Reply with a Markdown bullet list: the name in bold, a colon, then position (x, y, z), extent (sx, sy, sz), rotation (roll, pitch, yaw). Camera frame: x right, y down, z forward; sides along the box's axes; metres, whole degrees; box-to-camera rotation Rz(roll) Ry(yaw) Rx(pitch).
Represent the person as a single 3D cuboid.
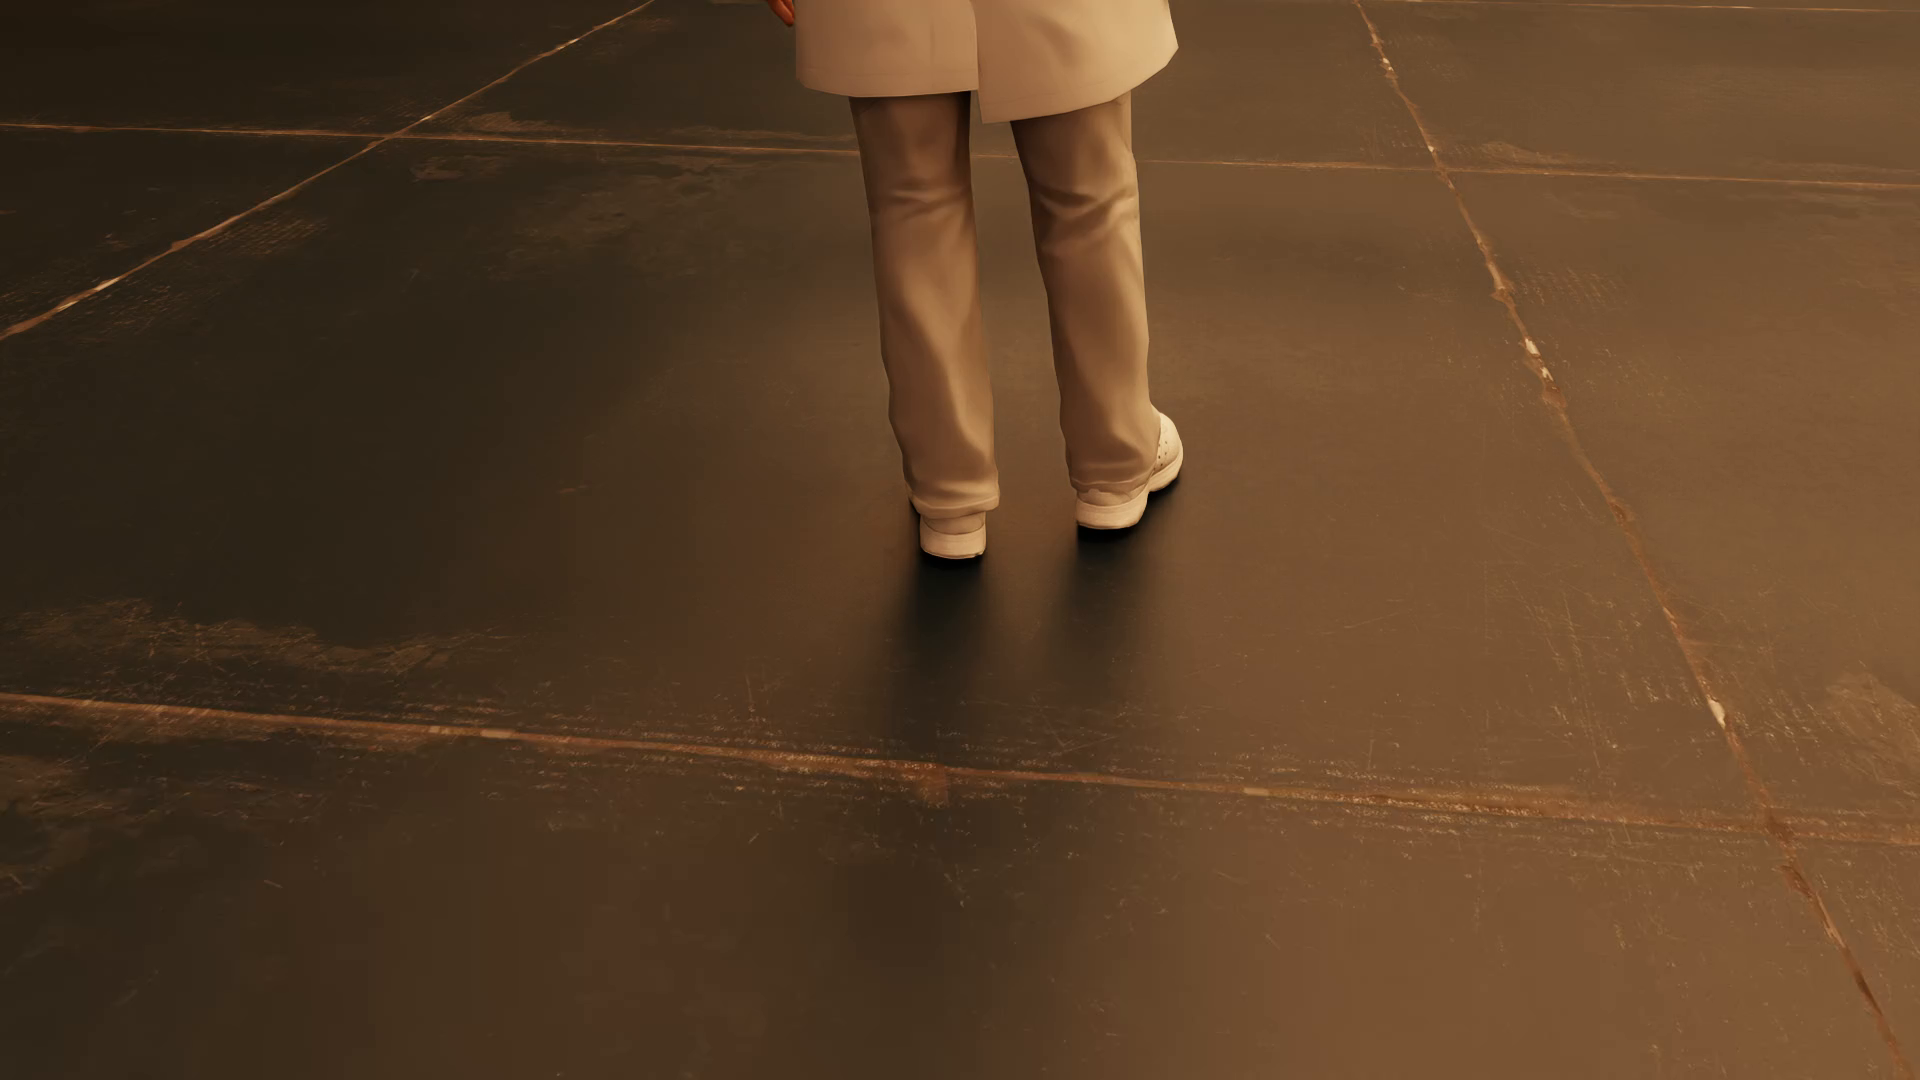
- **person**: position (0.016, -0.842, 2.181), extent (0.698, 1.777, 0.578), rotation (3, 27, 7)
